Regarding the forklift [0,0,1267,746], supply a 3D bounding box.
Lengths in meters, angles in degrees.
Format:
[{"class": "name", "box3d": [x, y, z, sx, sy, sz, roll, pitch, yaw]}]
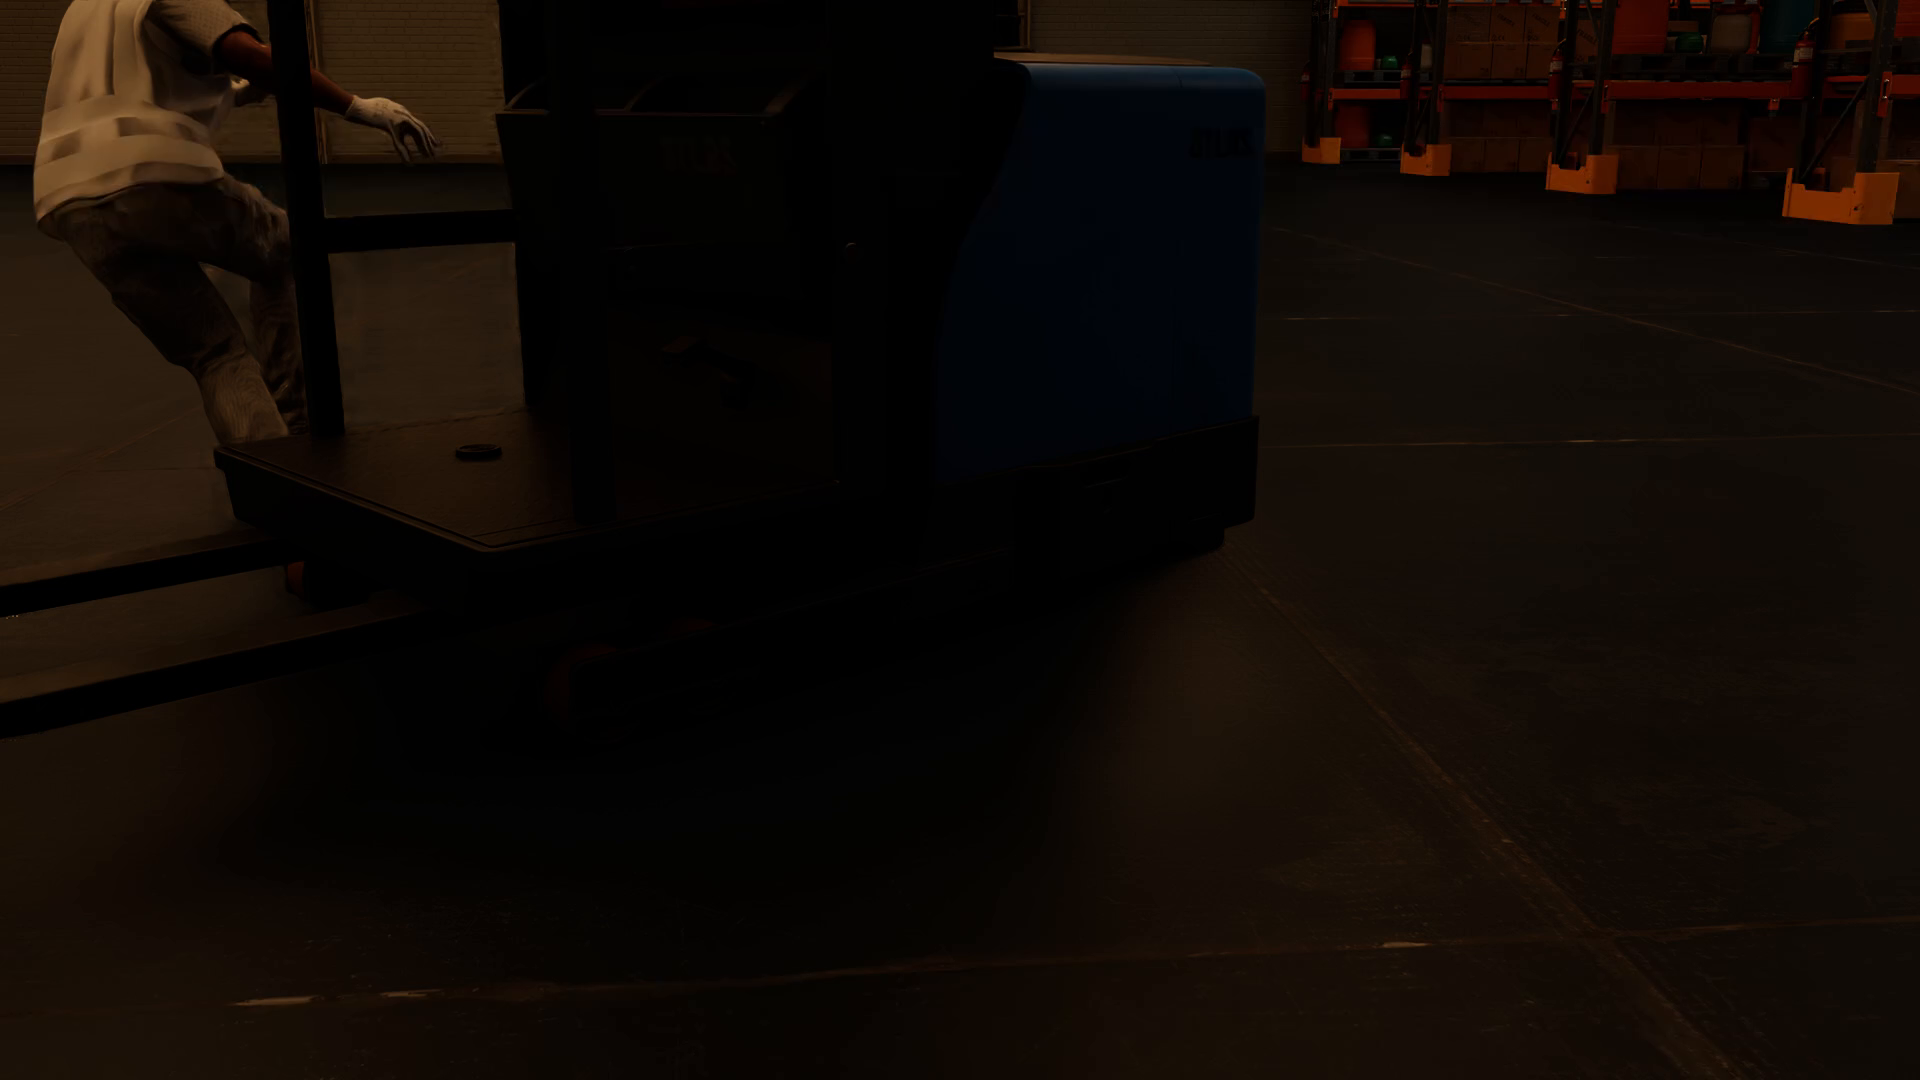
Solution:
[{"class": "forklift", "box3d": [-0.728, -1.235, 2.867, 3.031, 2.935, 1.130, -14, 20, -42]}]

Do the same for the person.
[{"class": "person", "box3d": [-1.724, -0.835, 4.090, 1.031, 1.524, 0.933, 4, 15, 15]}]
